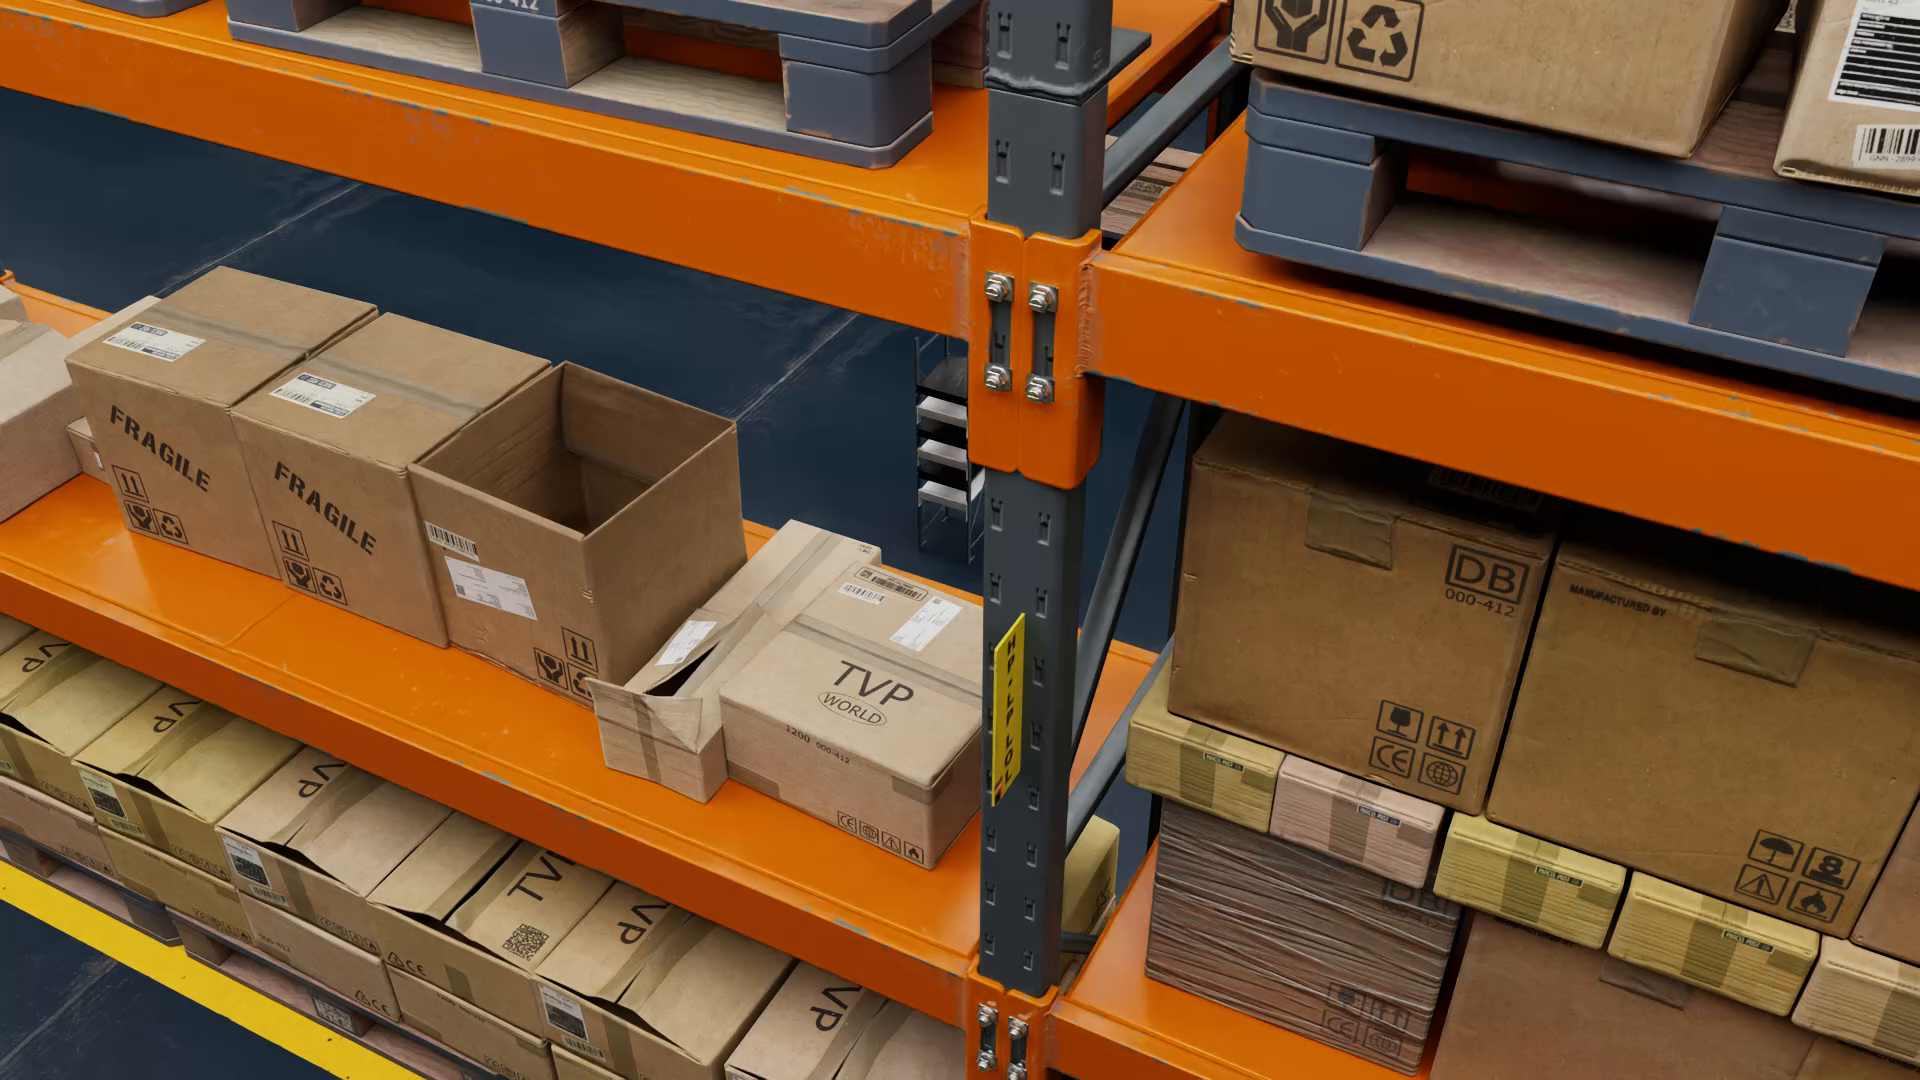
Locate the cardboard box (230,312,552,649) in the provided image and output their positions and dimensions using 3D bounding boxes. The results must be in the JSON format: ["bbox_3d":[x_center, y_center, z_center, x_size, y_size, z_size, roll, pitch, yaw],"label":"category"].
[{"bbox_3d":[-1.272,-0.151,3.885,0.500,0.500,0.500,17,41,22],"label":"cardboard box"}]

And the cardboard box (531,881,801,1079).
[{"bbox_3d":[-0.641,1.002,3.913,0.500,0.311,0.500,19,41,23],"label":"cardboard box"}]

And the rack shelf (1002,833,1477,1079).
[{"bbox_3d":[2.091,1.240,2.731,4.000,0.370,1.077,17,41,21],"label":"rack shelf"}]

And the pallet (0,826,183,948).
[{"bbox_3d":[-2.523,0.645,5.225,1.213,0.211,1.003,17,41,21],"label":"pallet"}]

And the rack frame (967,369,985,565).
[{"bbox_3d":[0.083,-0.332,5.944,0.006,0.900,0.240,17,41,21],"label":"rack frame"}]

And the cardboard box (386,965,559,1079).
[{"bbox_3d":[-1.089,1.082,4.271,0.500,0.250,0.500,18,41,22],"label":"cardboard box"}]

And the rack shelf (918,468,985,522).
[{"bbox_3d":[-0.007,-0.191,6.110,0.200,0.077,0.258,17,41,21],"label":"rack shelf"}]

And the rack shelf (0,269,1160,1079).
[{"bbox_3d":[-1.460,0.128,4.196,4.000,0.370,1.077,17,41,21],"label":"rack shelf"}]

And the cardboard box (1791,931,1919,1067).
[{"bbox_3d":[1.373,0.561,2.411,0.250,0.149,0.380,16,40,20],"label":"cardboard box"}]

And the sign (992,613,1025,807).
[{"bbox_3d":[0.075,0.261,2.532,0.005,0.325,0.100,17,41,21],"label":"sign"}]

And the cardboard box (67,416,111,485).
[{"bbox_3d":[-2.078,-0.291,4.360,0.250,0.149,0.380,20,42,25],"label":"cardboard box"}]

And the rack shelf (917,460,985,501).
[{"bbox_3d":[-0.007,-0.262,6.055,0.200,0.077,0.258,17,41,21],"label":"rack shelf"}]

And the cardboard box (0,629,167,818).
[{"bbox_3d":[-2.436,0.434,4.660,0.500,0.311,0.500,16,40,20],"label":"cardboard box"}]

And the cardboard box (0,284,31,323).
[{"bbox_3d":[-2.934,-0.555,4.574,0.500,0.311,0.500,20,42,24],"label":"cardboard box"}]

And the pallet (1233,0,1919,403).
[{"bbox_3d":[1.085,-0.539,2.072,1.213,0.211,1.003,17,41,21],"label":"pallet"}]

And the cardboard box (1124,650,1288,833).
[{"bbox_3d":[0.465,0.278,2.784,0.250,0.149,0.380,17,41,21],"label":"cardboard box"}]

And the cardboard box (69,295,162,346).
[{"bbox_3d":[-2.311,-0.513,4.653,0.250,0.149,0.380,17,41,21],"label":"cardboard box"}]

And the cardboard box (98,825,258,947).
[{"bbox_3d":[-1.995,0.797,4.646,0.500,0.250,0.500,16,40,20],"label":"cardboard box"}]

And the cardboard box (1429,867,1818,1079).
[{"bbox_3d":[1.184,0.620,2.869,0.500,0.500,0.700,17,40,21],"label":"cardboard box"}]

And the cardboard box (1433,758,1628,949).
[{"bbox_3d":[0.918,0.418,2.599,0.250,0.149,0.380,16,40,20],"label":"cardboard box"}]

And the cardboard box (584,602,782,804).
[{"bbox_3d":[-0.550,0.305,3.479,0.258,0.266,0.396,16,40,20],"label":"cardboard box"}]

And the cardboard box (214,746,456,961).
[{"bbox_3d":[-1.527,0.720,4.284,0.500,0.311,0.500,17,40,21],"label":"cardboard box"}]

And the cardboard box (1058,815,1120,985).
[{"bbox_3d":[0.063,0.853,4.108,0.500,0.311,0.500,18,41,22],"label":"cardboard box"}]

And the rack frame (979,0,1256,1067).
[{"bbox_3d":[0.315,0.397,3.246,0.127,3.000,1.000,17,41,21],"label":"rack frame"}]

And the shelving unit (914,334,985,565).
[{"bbox_3d":[-0.007,-0.361,5.981,0.210,0.900,0.258,17,41,21],"label":"shelving unit"}]

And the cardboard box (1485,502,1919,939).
[{"bbox_3d":[1.162,0.100,2.481,0.500,0.500,0.700,17,40,21],"label":"cardboard box"}]

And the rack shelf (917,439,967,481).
[{"bbox_3d":[-0.007,-0.334,6.001,0.200,0.077,0.258,17,41,21],"label":"rack shelf"}]

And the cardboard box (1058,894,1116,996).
[{"bbox_3d":[0.071,1.080,4.273,0.500,0.250,0.500,16,40,20],"label":"cardboard box"}]

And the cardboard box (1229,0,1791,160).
[{"bbox_3d":[0.642,-0.779,1.768,0.500,0.500,0.500,21,42,25],"label":"cardboard box"}]

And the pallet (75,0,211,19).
[{"bbox_3d":[-1.598,-1.385,3.268,1.213,0.211,1.003,19,41,24],"label":"pallet"}]
